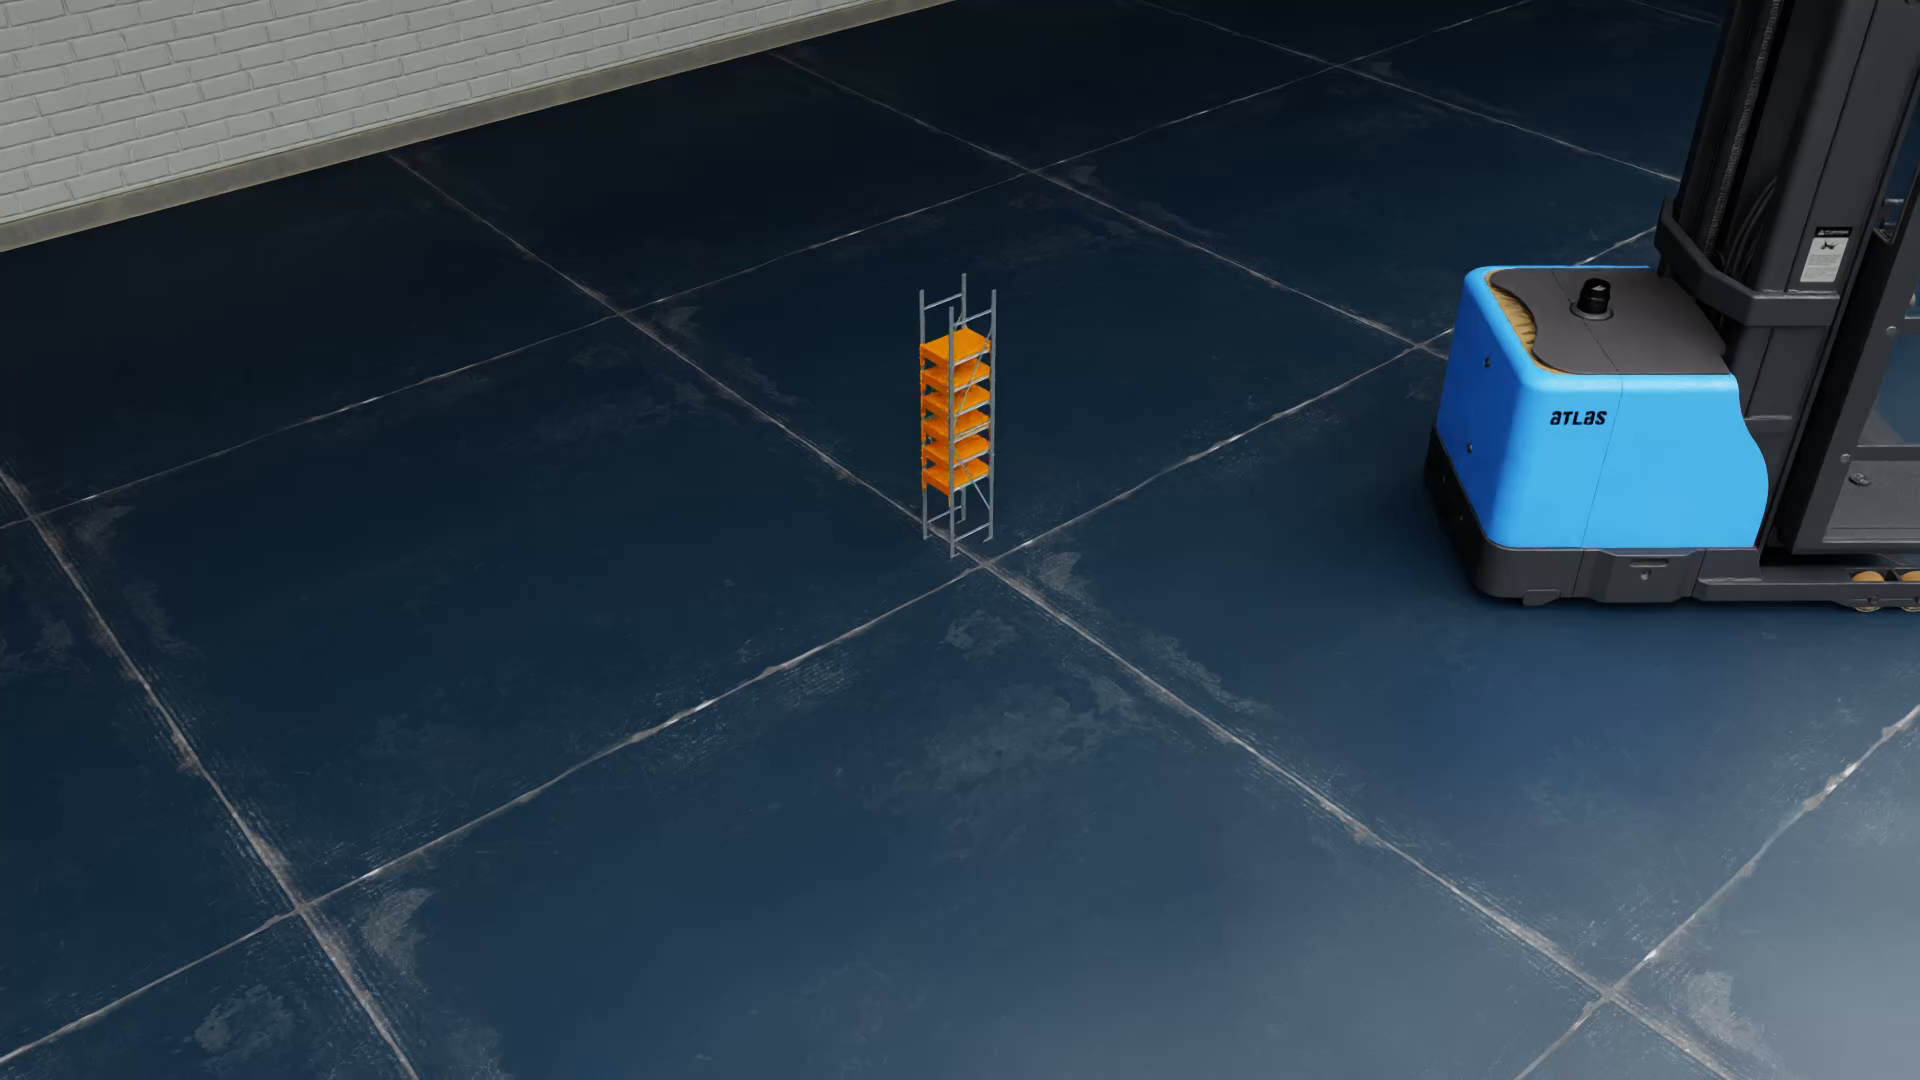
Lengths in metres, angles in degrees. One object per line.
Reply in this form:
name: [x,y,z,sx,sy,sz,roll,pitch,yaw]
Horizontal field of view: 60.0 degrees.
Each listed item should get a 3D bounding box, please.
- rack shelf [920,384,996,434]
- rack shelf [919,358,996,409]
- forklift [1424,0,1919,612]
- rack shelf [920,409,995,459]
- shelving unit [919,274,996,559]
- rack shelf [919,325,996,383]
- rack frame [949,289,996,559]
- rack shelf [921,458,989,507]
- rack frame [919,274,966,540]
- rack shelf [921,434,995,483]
rack shelf: [-0.009,-0.558,6.869,0.258,0.103,0.180,-26,43,-32]
rack shelf: [-0.009,-0.656,6.799,0.258,0.103,0.180,-26,43,-32]
forklift: [3.630,-1.210,6.422,3.031,2.935,1.130,0,35,0]
rack shelf: [-0.009,-0.460,6.938,0.258,0.103,0.180,-26,43,-32]
shelving unit: [-0.009,-0.496,6.912,0.258,1.200,0.189,-26,43,-32]
rack shelf: [-0.009,-0.754,6.730,0.258,0.103,0.180,-26,43,-32]
rack frame: [0.050,-0.456,6.855,0.240,1.200,0.006,-26,43,-32]
rack shelf: [-0.009,-0.264,7.077,0.258,0.103,0.180,-26,43,-32]
rack frame: [-0.068,-0.536,6.969,0.240,1.200,0.006,-26,43,-32]
rack shelf: [-0.009,-0.362,7.007,0.258,0.103,0.180,-26,43,-32]
